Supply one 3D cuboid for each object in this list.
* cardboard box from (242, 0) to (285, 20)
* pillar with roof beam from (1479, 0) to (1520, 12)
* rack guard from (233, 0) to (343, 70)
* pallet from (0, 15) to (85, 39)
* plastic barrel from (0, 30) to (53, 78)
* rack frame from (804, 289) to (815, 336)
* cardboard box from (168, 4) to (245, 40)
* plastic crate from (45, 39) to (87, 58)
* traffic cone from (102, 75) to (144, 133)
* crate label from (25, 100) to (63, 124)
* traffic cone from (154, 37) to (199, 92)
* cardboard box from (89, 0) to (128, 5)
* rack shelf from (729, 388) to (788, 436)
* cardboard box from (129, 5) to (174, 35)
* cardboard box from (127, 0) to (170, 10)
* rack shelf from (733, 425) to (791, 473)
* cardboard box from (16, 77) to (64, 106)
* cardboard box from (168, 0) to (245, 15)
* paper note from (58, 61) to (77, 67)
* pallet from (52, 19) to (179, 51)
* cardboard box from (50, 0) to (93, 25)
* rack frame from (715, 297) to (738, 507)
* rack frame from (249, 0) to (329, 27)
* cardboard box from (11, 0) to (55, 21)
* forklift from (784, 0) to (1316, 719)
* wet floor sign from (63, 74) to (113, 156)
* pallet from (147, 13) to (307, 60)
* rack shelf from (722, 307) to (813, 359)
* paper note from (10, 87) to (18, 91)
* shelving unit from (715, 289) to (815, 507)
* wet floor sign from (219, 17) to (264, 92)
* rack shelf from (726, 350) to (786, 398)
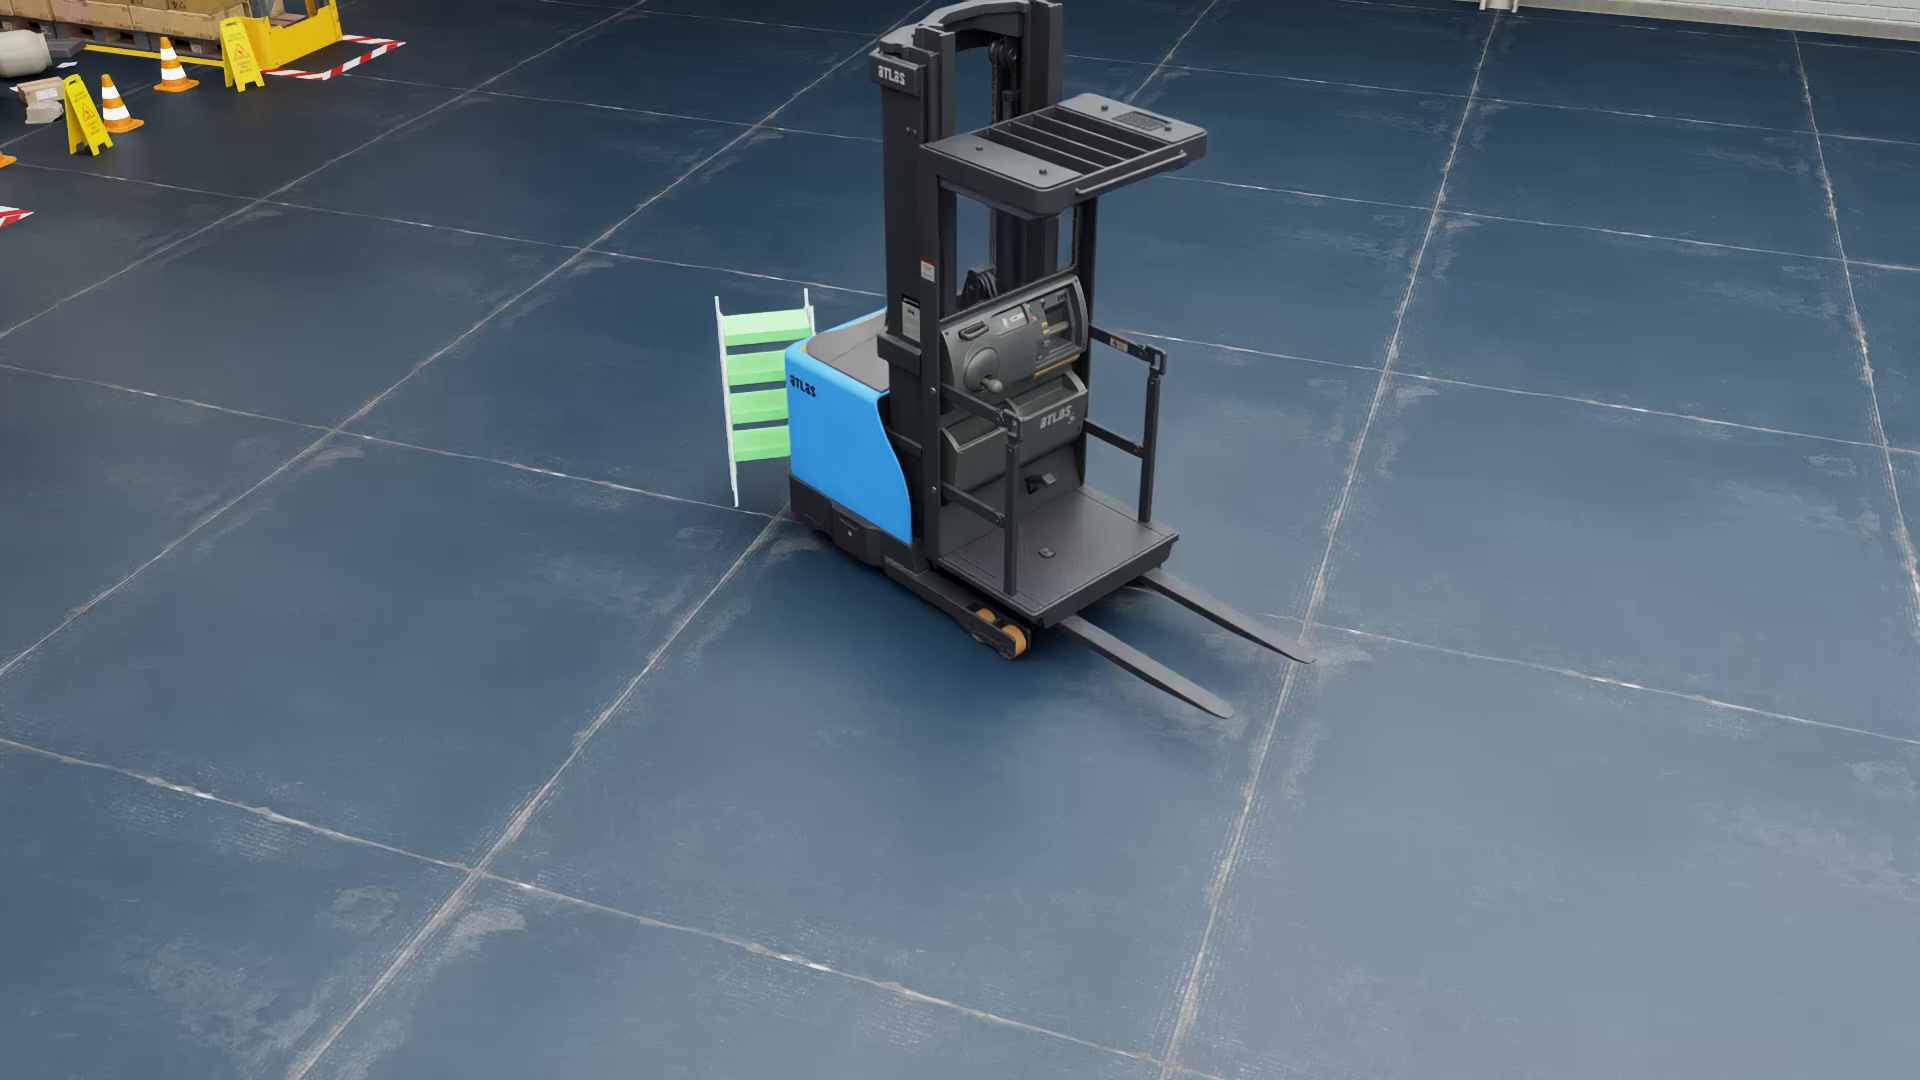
[{"bbox_3d":[-7.348,-5.510,17.135,0.500,0.250,0.500,11,34,16],"label":"cardboard box"},{"bbox_3d":[4.482,-7.449,12.459,0.400,9.000,9.100,11,34,16],"label":"pillar with roof beam"},{"bbox_3d":[-6.754,-5.164,16.755,0.348,0.500,1.175,11,34,16],"label":"rack guard"},{"bbox_3d":[-9.803,-5.656,17.783,1.213,0.211,1.003,11,34,16],"label":"pallet"},{"bbox_3d":[-9.137,-4.723,16.142,0.512,0.421,0.421,-18,37,-25],"label":"plastic barrel"},{"bbox_3d":[-0.824,-0.815,9.374,0.015,1.200,0.240,-7,33,-10],"label":"rack frame"},{"bbox_3d":[-7.556,-5.236,16.710,0.500,0.250,0.500,11,34,16],"label":"cardboard box"},{"bbox_3d":[-9.246,-4.999,16.888,0.583,0.080,0.402,0,33,0],"label":"plastic crate"},{"bbox_3d":[-7.576,-3.925,14.871,0.334,0.463,0.336,11,34,16],"label":"traffic cone"},{"bbox_3d":[-8.337,-3.901,15.133,0.298,0.136,0.250,-6,33,-9],"label":"crate label"},{"bbox_3d":[-7.522,-4.554,15.845,0.334,0.463,0.336,11,34,16],"label":"traffic cone"},{"bbox_3d":[-8.489,-5.739,16.799,0.500,0.500,0.500,10,34,15],"label":"cardboard box"},{"bbox_3d":[-1.062,-0.733,9.365,0.480,0.148,0.258,-7,33,-10],"label":"rack shelf"},{"bbox_3d":[-8.019,-5.331,16.857,0.500,0.250,0.500,11,34,17],"label":"cardboard box"},{"bbox_3d":[-8.017,-5.644,16.650,0.500,0.500,0.500,12,35,18],"label":"cardboard box"},{"bbox_3d":[-1.062,-0.531,9.495,0.480,0.148,0.258,-7,33,-10],"label":"rack shelf"},{"bbox_3d":[-8.597,-4.211,15.602,0.380,0.149,0.250,-25,40,-33],"label":"cardboard box"},{"bbox_3d":[-7.524,-5.550,16.505,0.500,0.500,0.500,11,35,17],"label":"cardboard box"},{"bbox_3d":[-8.863,-4.723,16.505,0.148,0.019,0.142,0,33,0],"label":"paper note"},{"bbox_3d":[-8.651,-5.433,17.439,1.213,0.211,1.003,11,34,16],"label":"pallet"},{"bbox_3d":[-8.976,-5.520,17.150,0.500,0.250,0.500,11,34,16],"label":"cardboard box"},{"bbox_3d":[-1.301,-0.759,9.287,0.015,1.200,0.240,-7,33,-10],"label":"rack frame"},{"bbox_3d":[-6.682,-6.200,16.055,0.127,3.000,1.000,11,34,16],"label":"rack frame"},{"bbox_3d":[-9.477,-5.616,17.298,0.500,0.250,0.500,13,35,19],"label":"cardboard box"},{"bbox_3d":[0.423,-0.954,7.994,1.130,2.935,3.031,-27,42,-35],"label":"forklift"},{"bbox_3d":[-7.562,-3.671,14.308,0.232,0.644,0.267,5,33,8],"label":"wet floor sign"},{"bbox_3d":[-7.506,-5.209,17.092,1.213,0.211,1.003,11,34,16],"label":"pallet"},{"bbox_3d":[-1.062,-1.136,9.105,0.480,0.148,0.258,-7,33,-10],"label":"rack shelf"},{"bbox_3d":[-8.992,-4.336,15.917,0.142,0.019,0.148,24,40,32],"label":"paper note"},{"bbox_3d":[-1.062,-0.787,9.330,0.503,1.200,0.258,-7,33,-10],"label":"shelving unit"},{"bbox_3d":[-6.864,-4.630,15.794,0.232,0.644,0.267,24,40,32],"label":"wet floor sign"},{"bbox_3d":[-1.062,-0.935,9.235,0.480,0.148,0.258,-7,33,-10],"label":"rack shelf"}]
